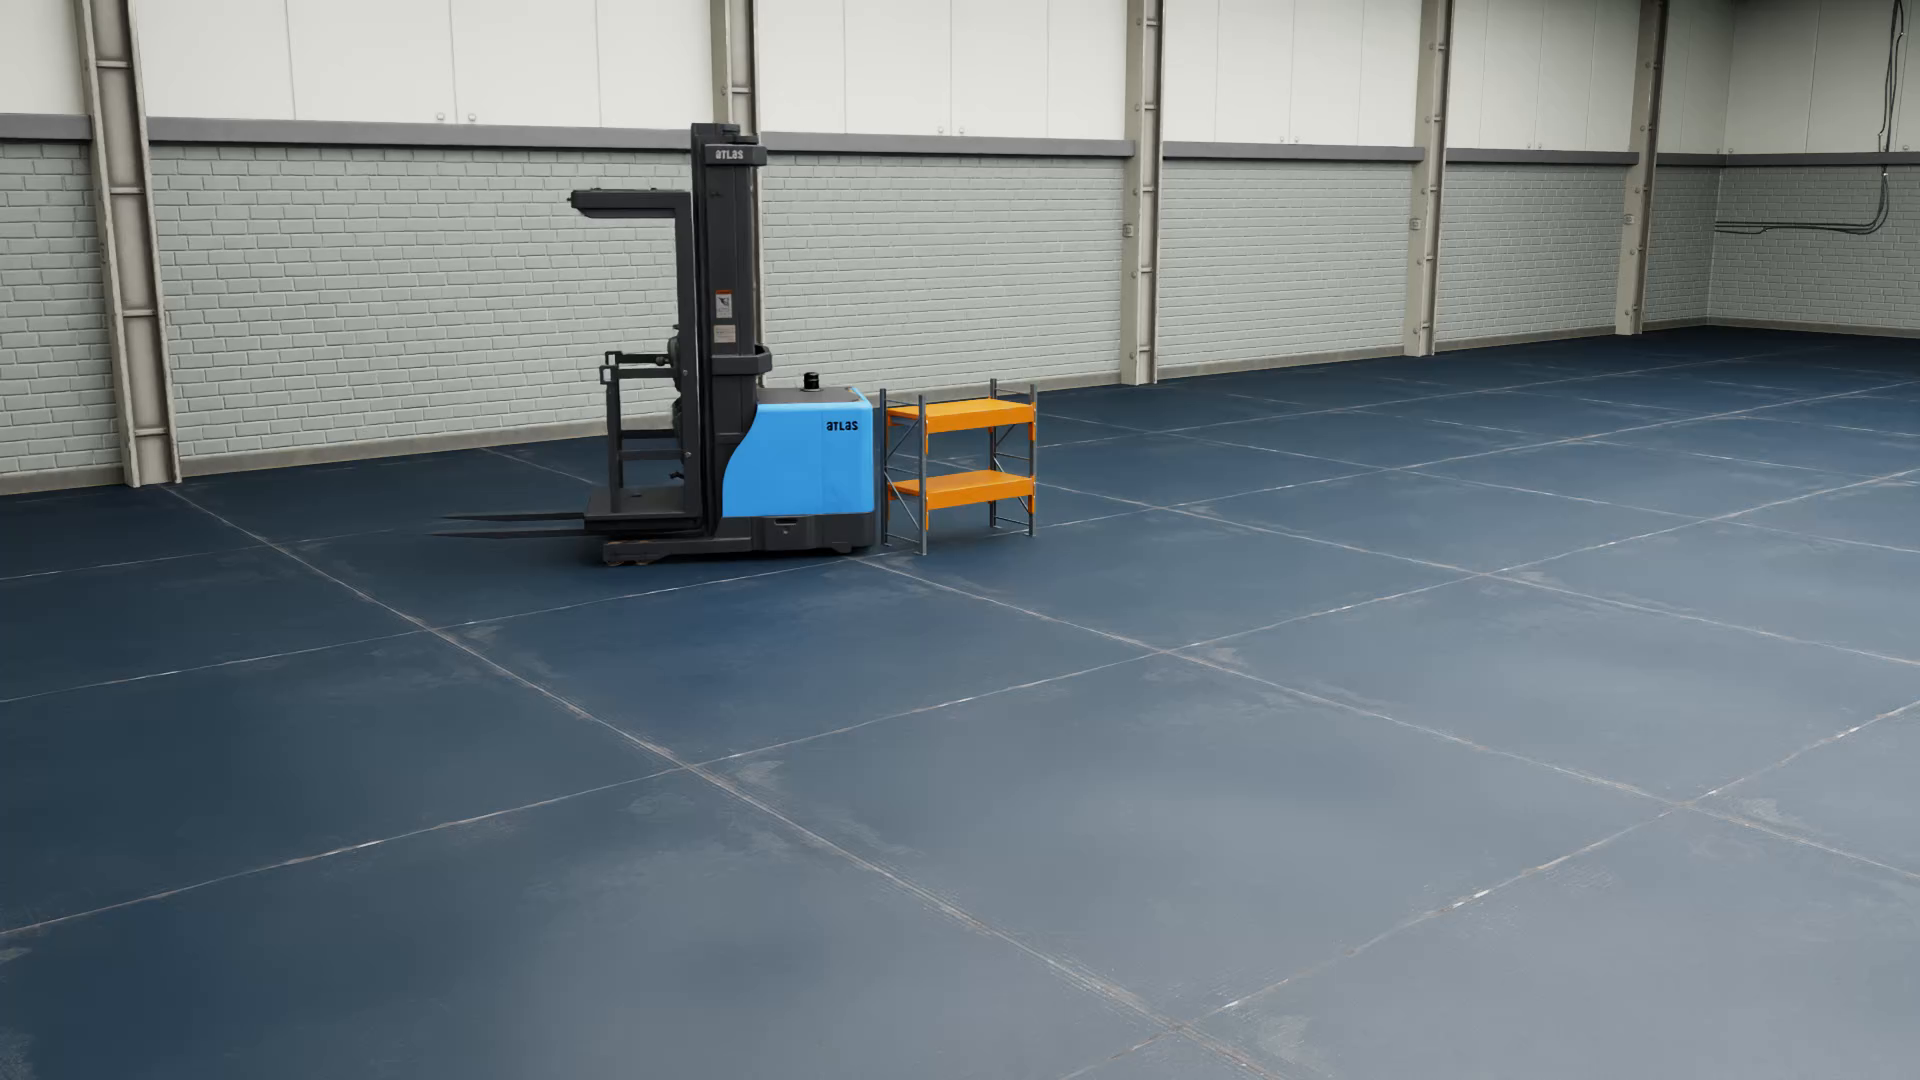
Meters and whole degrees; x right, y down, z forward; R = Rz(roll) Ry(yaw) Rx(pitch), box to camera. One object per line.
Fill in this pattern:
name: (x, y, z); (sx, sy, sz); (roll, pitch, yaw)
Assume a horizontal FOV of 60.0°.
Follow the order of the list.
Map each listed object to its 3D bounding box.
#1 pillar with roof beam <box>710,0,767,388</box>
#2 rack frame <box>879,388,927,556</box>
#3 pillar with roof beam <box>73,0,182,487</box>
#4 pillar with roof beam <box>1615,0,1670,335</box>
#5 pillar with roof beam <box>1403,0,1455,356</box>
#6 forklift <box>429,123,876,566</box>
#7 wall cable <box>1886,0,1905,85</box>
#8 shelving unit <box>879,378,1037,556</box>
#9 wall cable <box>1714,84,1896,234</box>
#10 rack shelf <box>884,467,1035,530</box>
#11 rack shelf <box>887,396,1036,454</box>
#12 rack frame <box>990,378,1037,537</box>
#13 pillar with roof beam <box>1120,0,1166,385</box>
pillar with roof beam: (0.343, -4.984, 13.937); (0.400, 9.000, 9.100); (-9, 15, -38)
rack frame: (-0.402, -0.483, 11.697); (0.032, 1.125, 0.500); (-9, 15, -38)
pillar with roof beam: (-4.342, -4.206, 10.270); (0.400, 9.000, 9.100); (-9, 15, -38)
pillar with roof beam: (14.399, -7.320, 24.936); (0.400, 9.000, 9.100); (-9, 15, -38)
pillar with roof beam: (9.713, -6.541, 21.270); (0.400, 9.000, 9.100); (-9, 15, -38)
forklift: (-2.155, -1.376, 11.551); (3.031, 2.935, 1.130); (-2, 12, -9)
wall cable: (16.526, -8.699, 26.746); (0.112, 2.526, 3.097); (-9, 15, -38)
shelving unit: (-0.005, -0.549, 12.008); (1.048, 1.125, 0.538); (-9, 15, -38)
wall cable: (14.836, -6.667, 29.337); (0.112, 2.526, 3.097); (-9, 15, -38)
rack shelf: (-0.005, -0.310, 12.059); (1.000, 0.278, 0.538); (-9, 15, -38)
rack shelf: (-0.005, -0.836, 11.947); (1.000, 0.278, 0.538); (-9, 15, -38)
rack frame: (0.392, -0.615, 12.318); (0.032, 1.125, 0.500); (-9, 15, -38)
pillar with roof beam: (5.028, -5.763, 17.603); (0.400, 9.000, 9.100); (-9, 15, -38)
